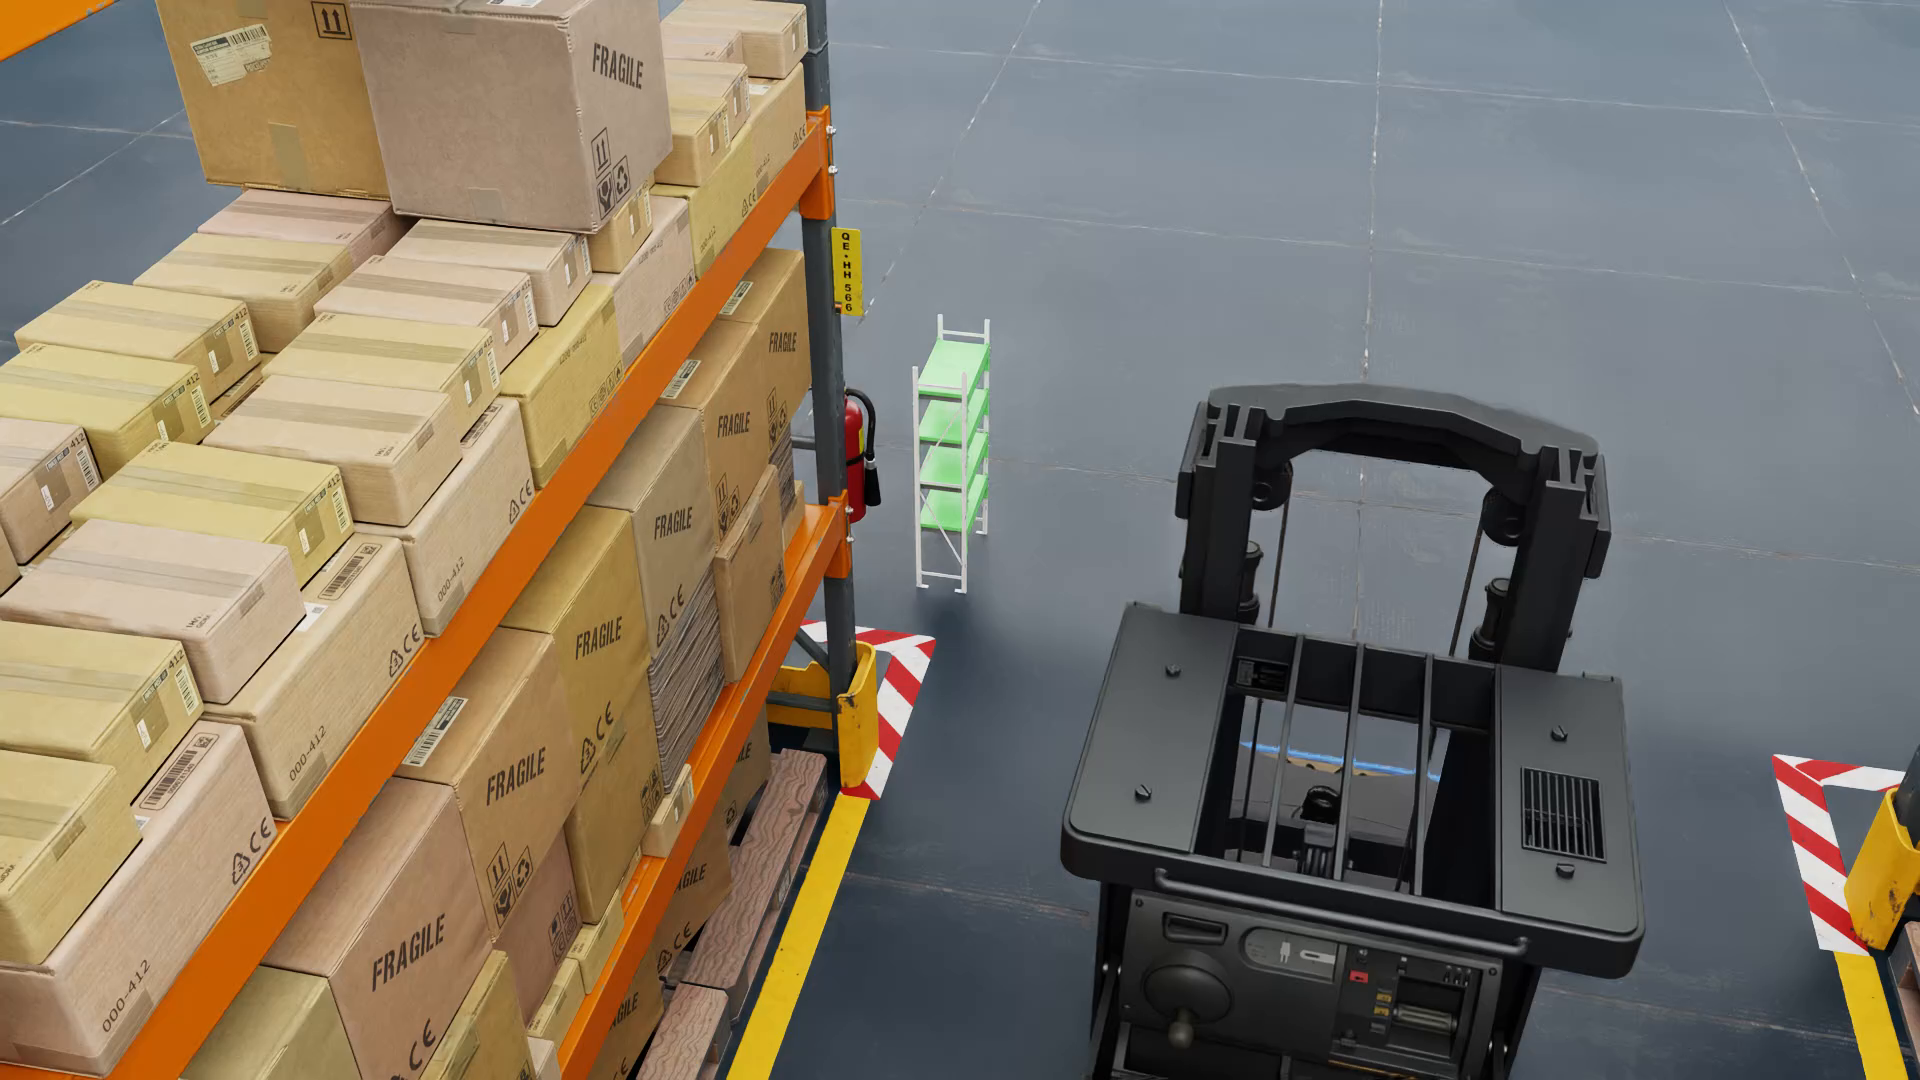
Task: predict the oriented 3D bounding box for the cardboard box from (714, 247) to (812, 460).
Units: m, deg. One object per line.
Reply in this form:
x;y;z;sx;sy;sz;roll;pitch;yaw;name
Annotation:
-0.800;-0.621;5.361;0.500;0.500;0.500;7;37;10;cardboard box

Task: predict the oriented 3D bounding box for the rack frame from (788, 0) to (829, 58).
-0.924;-2.831;4.488;1.000;3.000;0.127;7;37;10;rack frame

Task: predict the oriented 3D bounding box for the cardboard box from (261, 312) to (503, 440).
-1.166;-0.324;3.373;0.380;0.149;0.250;7;36;9;cardboard box

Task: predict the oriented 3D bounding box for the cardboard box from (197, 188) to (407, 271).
-1.527;-0.698;3.889;0.380;0.149;0.250;7;37;9;cardboard box

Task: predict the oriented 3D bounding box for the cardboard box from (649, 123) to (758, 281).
-0.882;-0.961;4.592;0.500;0.250;0.500;8;37;10;cardboard box

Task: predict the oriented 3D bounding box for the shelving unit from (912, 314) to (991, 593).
-0.035;-0.391;7.767;0.258;1.200;0.503;7;37;10;shelving unit

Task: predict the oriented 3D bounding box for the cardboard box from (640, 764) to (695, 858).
-1.001;0.762;4.856;0.380;0.149;0.250;7;37;10;cardboard box

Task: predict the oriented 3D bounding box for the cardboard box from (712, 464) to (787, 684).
-1.057;0.051;5.285;0.875;0.500;0.500;7;37;10;cardboard box

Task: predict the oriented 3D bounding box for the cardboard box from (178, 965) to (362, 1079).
-1.433;1.099;2.986;0.500;0.500;0.500;7;37;10;cardboard box

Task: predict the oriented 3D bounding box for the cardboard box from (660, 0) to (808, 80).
-0.678;-1.519;5.022;0.380;0.149;0.250;7;37;10;cardboard box

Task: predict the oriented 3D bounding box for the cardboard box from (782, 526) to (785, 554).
-0.837;0.032;5.863;0.380;0.149;0.250;7;37;10;cardboard box

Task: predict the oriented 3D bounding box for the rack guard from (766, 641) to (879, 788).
-0.940;0.654;6.922;1.175;0.500;0.348;7;37;10;rack guard

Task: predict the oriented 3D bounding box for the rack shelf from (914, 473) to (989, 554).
-0.035;-0.145;7.945;0.258;0.148;0.480;7;37;10;rack shelf

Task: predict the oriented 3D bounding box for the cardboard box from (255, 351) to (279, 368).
-1.599;-0.433;3.863;0.500;0.250;0.500;8;37;11;cardboard box

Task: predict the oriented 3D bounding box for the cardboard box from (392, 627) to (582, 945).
-1.221;0.526;3.778;0.500;0.500;0.500;7;37;10;cardboard box

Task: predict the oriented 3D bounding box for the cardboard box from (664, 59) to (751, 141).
-0.799;-1.214;4.601;0.380;0.149;0.250;6;36;8;cardboard box

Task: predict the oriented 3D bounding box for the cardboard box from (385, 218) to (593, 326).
-1.067;-0.623;3.785;0.380;0.149;0.250;6;36;8;cardboard box

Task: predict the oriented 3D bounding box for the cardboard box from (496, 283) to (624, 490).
-1.102;-0.379;3.789;0.500;0.250;0.500;7;36;9;cardboard box

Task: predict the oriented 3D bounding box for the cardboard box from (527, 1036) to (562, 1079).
-1.208;1.336;4.064;0.380;0.149;0.250;7;37;10;cardboard box

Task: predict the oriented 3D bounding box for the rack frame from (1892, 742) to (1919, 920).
3.915;0.219;5.392;1.000;3.000;0.127;7;37;10;rack frame

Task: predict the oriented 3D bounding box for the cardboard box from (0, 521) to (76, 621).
-1.814;0.145;3.065;0.500;0.250;0.500;8;37;11;cardboard box

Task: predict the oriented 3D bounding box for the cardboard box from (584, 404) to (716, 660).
-1.010;-0.048;4.569;0.500;0.500;0.500;7;37;10;cardboard box

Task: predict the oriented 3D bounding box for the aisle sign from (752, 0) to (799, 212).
-0.617;-1.452;5.483;0.394;0.787;0.004;7;37;10;aisle sign

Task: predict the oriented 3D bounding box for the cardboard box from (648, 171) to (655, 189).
-1.004;-0.941;4.224;0.380;0.149;0.250;8;37;11;cardboard box

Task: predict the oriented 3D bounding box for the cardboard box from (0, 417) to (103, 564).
-1.842;-0.104;3.070;0.380;0.149;0.250;6;36;9;cardboard box

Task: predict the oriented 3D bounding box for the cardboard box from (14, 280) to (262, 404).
-1.714;-0.403;3.482;0.380;0.149;0.250;9;37;12;cardboard box

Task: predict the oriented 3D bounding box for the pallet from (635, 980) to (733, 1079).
-1.411;1.929;5.408;1.003;0.211;1.213;7;37;10;pallet

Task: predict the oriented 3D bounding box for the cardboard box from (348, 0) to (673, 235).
-1.007;-1.059;3.835;0.500;0.500;0.500;7;37;10;cardboard box

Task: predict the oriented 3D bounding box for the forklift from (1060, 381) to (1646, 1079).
0.831;1.220;4.069;1.130;2.935;3.031;9;37;12;forklift

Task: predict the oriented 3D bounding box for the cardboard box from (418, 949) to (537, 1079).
-1.480;1.198;3.702;0.875;0.500;0.500;7;37;10;cardboard box

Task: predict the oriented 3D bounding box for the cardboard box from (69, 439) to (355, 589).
-1.328;-0.032;2.970;0.380;0.149;0.250;8;37;11;cardboard box

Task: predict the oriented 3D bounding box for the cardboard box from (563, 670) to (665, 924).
-1.325;0.617;4.504;0.875;0.500;0.500;7;37;10;cardboard box

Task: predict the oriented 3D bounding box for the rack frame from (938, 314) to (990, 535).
0.017;-0.531;7.960;0.240;1.200;0.015;7;37;10;rack frame

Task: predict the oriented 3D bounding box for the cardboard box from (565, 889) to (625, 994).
-1.131;1.046;4.465;0.380;0.149;0.250;7;37;10;cardboard box

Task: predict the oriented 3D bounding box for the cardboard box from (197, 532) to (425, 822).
-1.324;0.208;2.979;0.500;0.250;0.500;7;37;10;cardboard box

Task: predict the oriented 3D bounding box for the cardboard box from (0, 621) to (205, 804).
-1.417;0.267;2.557;0.380;0.149;0.250;6;36;8;cardboard box

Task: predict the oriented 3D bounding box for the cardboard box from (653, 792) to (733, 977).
-1.167;1.143;5.889;0.500;0.500;0.500;17;39;22;cardboard box

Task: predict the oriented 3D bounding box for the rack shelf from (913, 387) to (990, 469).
-0.035;-0.534;7.664;0.258;0.148;0.480;7;37;10;rack shelf

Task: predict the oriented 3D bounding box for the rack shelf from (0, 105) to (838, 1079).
-1.351;-0.179;3.997;1.077;0.370;4.000;7;37;10;rack shelf

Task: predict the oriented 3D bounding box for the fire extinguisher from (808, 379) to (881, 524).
-0.449;-0.378;6.282;0.296;0.674;0.183;7;37;10;fire extinguisher
